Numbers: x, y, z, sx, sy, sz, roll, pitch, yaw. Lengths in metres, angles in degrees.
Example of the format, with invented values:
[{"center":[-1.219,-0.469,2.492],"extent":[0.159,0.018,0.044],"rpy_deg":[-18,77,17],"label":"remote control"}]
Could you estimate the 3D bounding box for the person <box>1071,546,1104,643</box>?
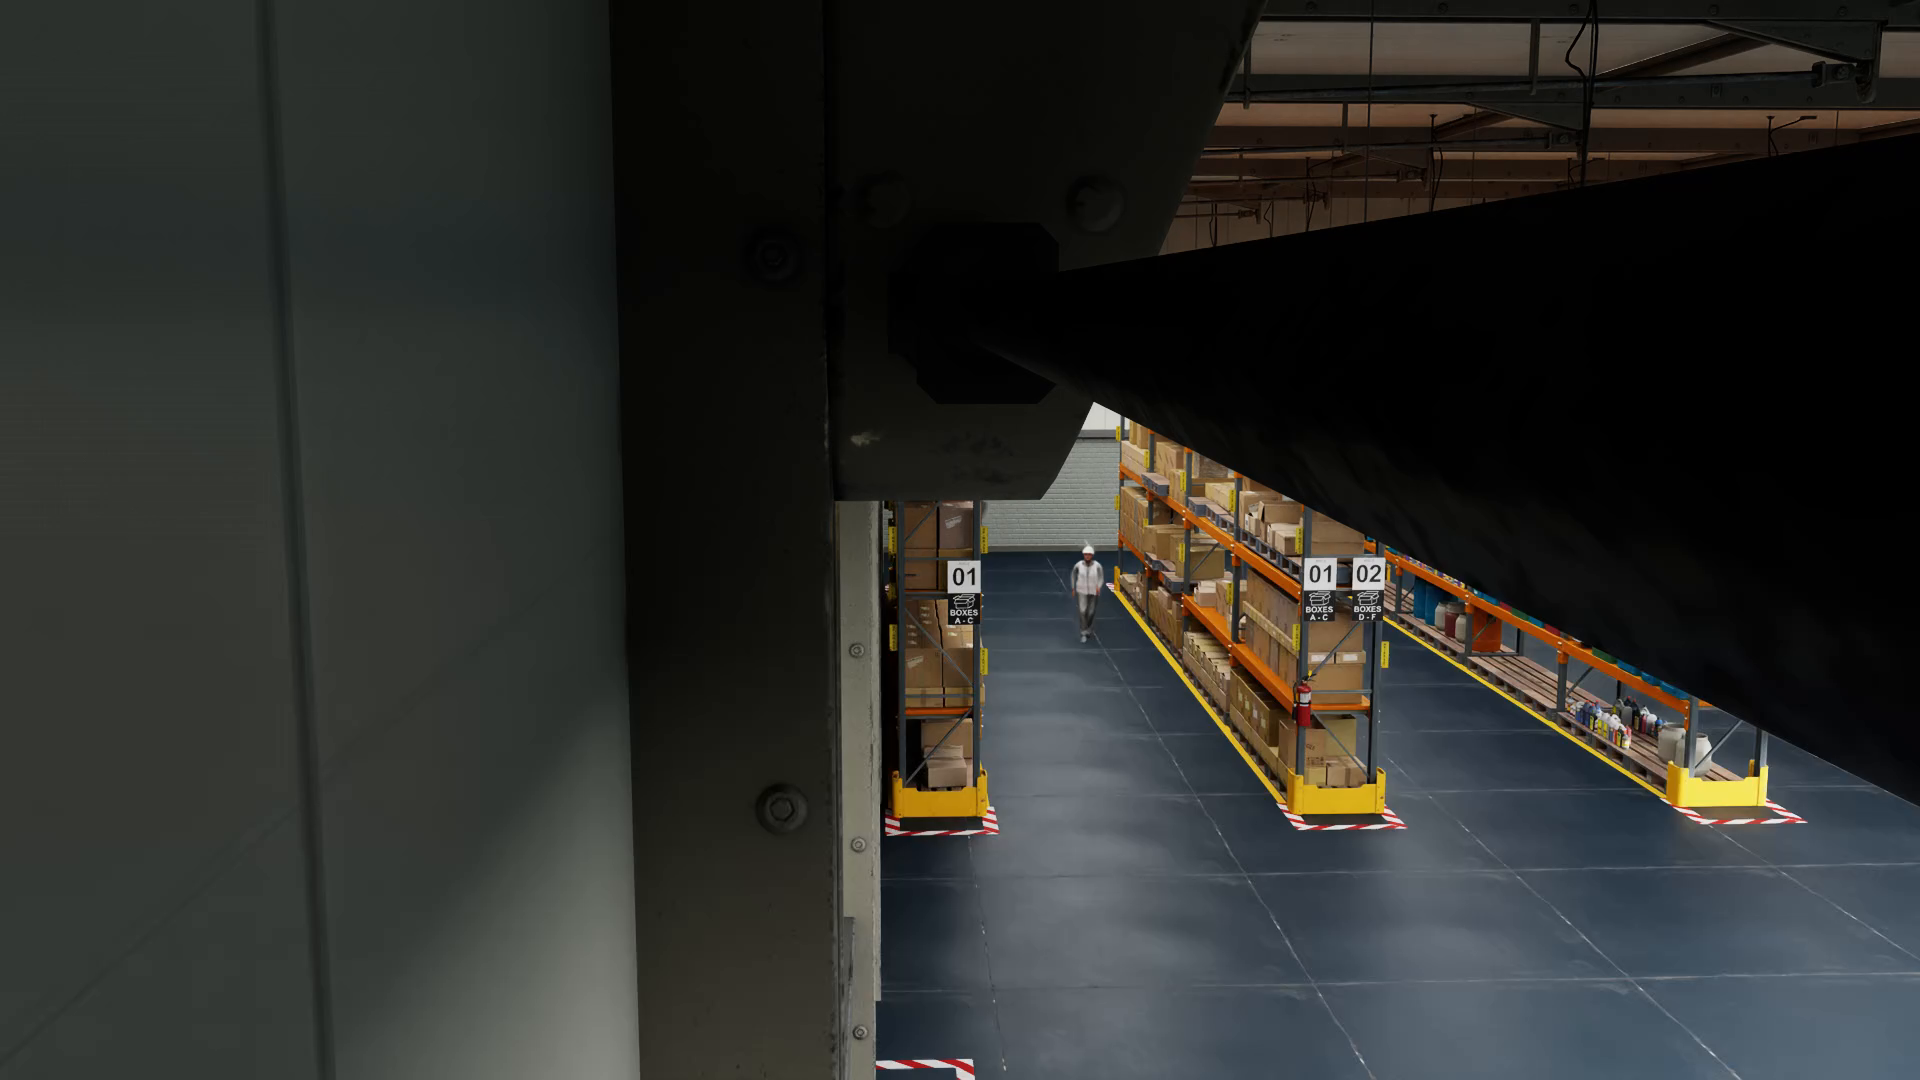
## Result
[{"center":[2.402,1.001,31.245],"extent":[0.593,1.778,0.940],"rpy_deg":[0,8,-2],"label":"person"}]
